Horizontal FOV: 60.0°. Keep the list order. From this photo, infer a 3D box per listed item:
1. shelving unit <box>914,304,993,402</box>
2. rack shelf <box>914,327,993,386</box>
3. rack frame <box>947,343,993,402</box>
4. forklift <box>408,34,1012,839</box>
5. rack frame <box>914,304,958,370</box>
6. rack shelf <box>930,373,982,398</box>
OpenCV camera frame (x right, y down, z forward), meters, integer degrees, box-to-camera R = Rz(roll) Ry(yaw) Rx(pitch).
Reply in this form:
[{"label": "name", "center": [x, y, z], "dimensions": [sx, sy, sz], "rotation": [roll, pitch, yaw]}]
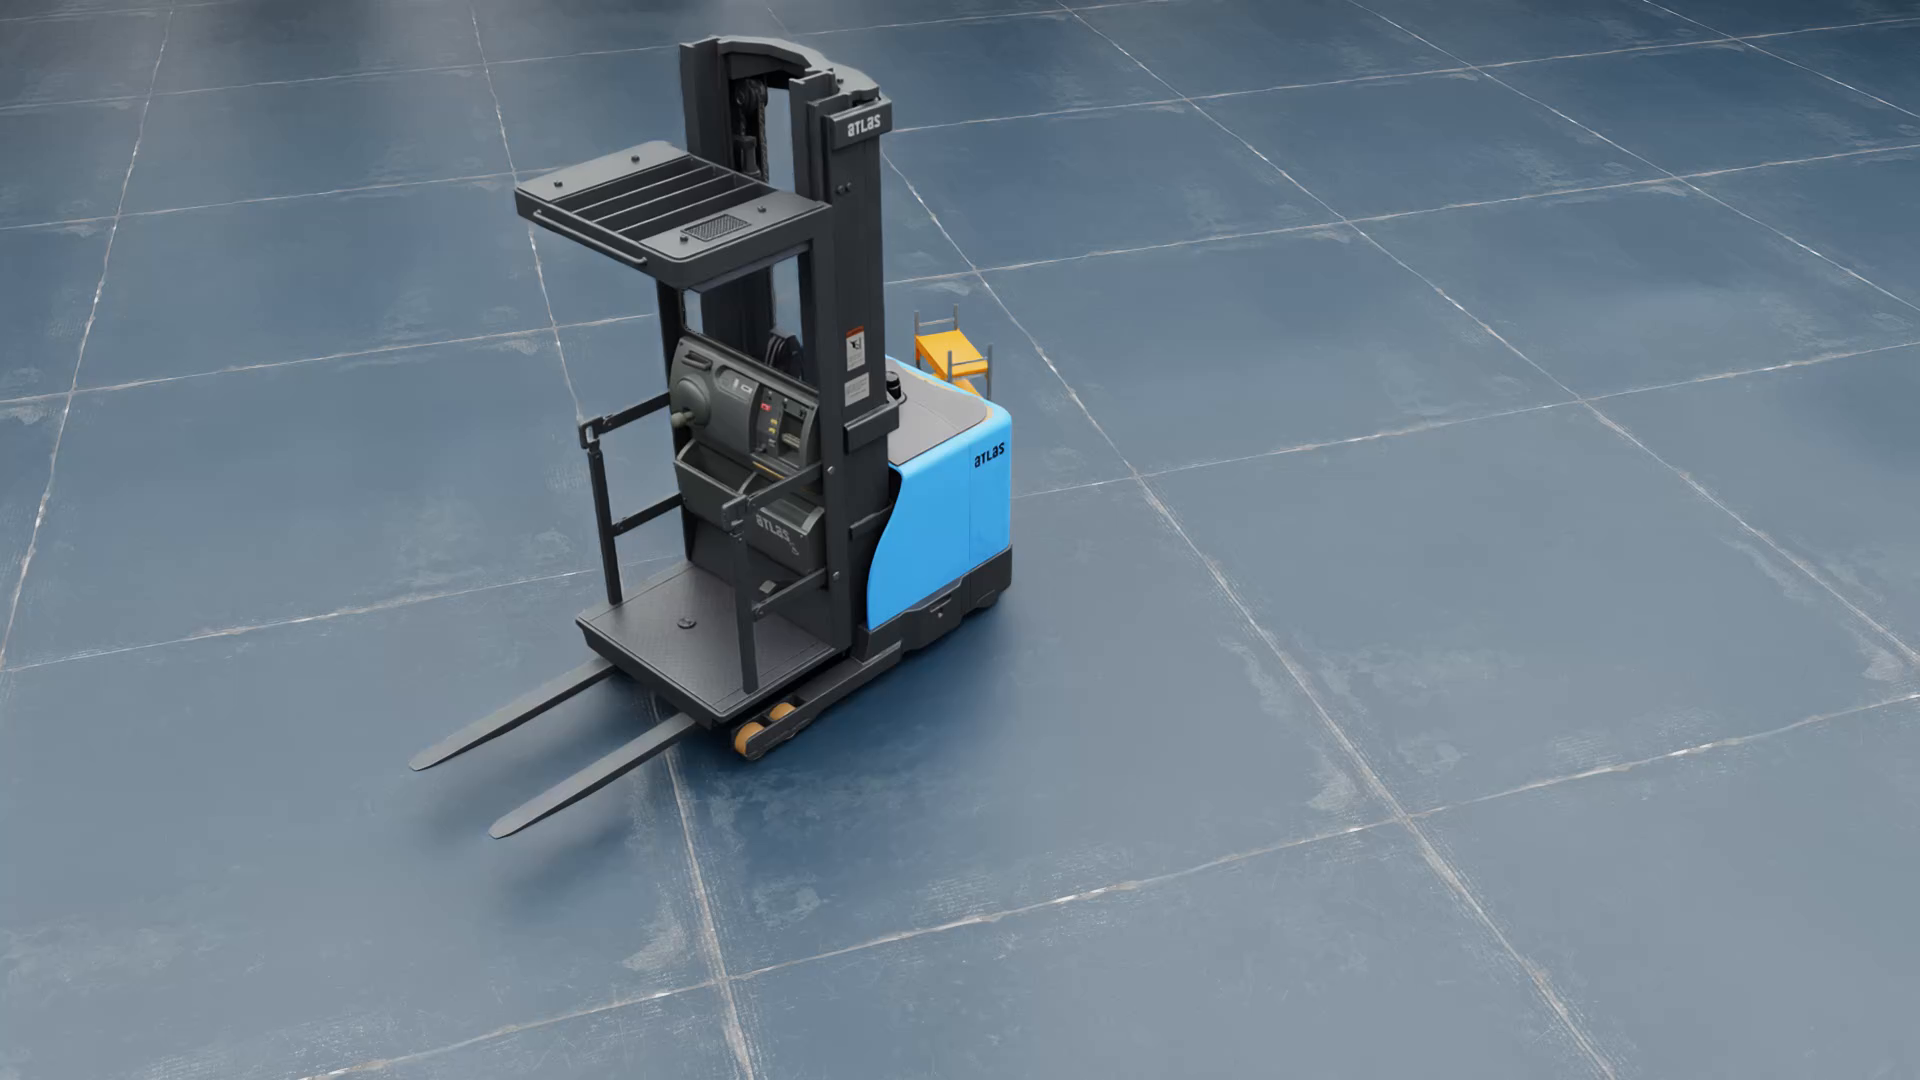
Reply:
[{"label": "shelving unit", "center": [-0.037, -0.596, 8.882], "dimensions": [0.258, 1.200, 0.503], "rotation": [-12, 35, -17]}, {"label": "rack shelf", "center": [-0.037, -0.923, 8.666], "dimensions": [0.258, 0.148, 0.480], "rotation": [-12, 35, -17]}, {"label": "rack frame", "center": [0.051, -0.470, 8.692], "dimensions": [0.240, 1.200, 0.015], "rotation": [-12, 35, -17]}, {"label": "forklift", "center": [-1.109, -0.545, 7.235], "dimensions": [1.130, 2.935, 3.031], "rotation": [27, 42, 35]}, {"label": "rack frame", "center": [-0.124, -0.721, 9.072], "dimensions": [0.240, 1.200, 0.015], "rotation": [-12, 35, -17]}, {"label": "rack shelf", "center": [-0.037, -0.726, 8.796], "dimensions": [0.258, 0.148, 0.480], "rotation": [-12, 35, -17]}]
